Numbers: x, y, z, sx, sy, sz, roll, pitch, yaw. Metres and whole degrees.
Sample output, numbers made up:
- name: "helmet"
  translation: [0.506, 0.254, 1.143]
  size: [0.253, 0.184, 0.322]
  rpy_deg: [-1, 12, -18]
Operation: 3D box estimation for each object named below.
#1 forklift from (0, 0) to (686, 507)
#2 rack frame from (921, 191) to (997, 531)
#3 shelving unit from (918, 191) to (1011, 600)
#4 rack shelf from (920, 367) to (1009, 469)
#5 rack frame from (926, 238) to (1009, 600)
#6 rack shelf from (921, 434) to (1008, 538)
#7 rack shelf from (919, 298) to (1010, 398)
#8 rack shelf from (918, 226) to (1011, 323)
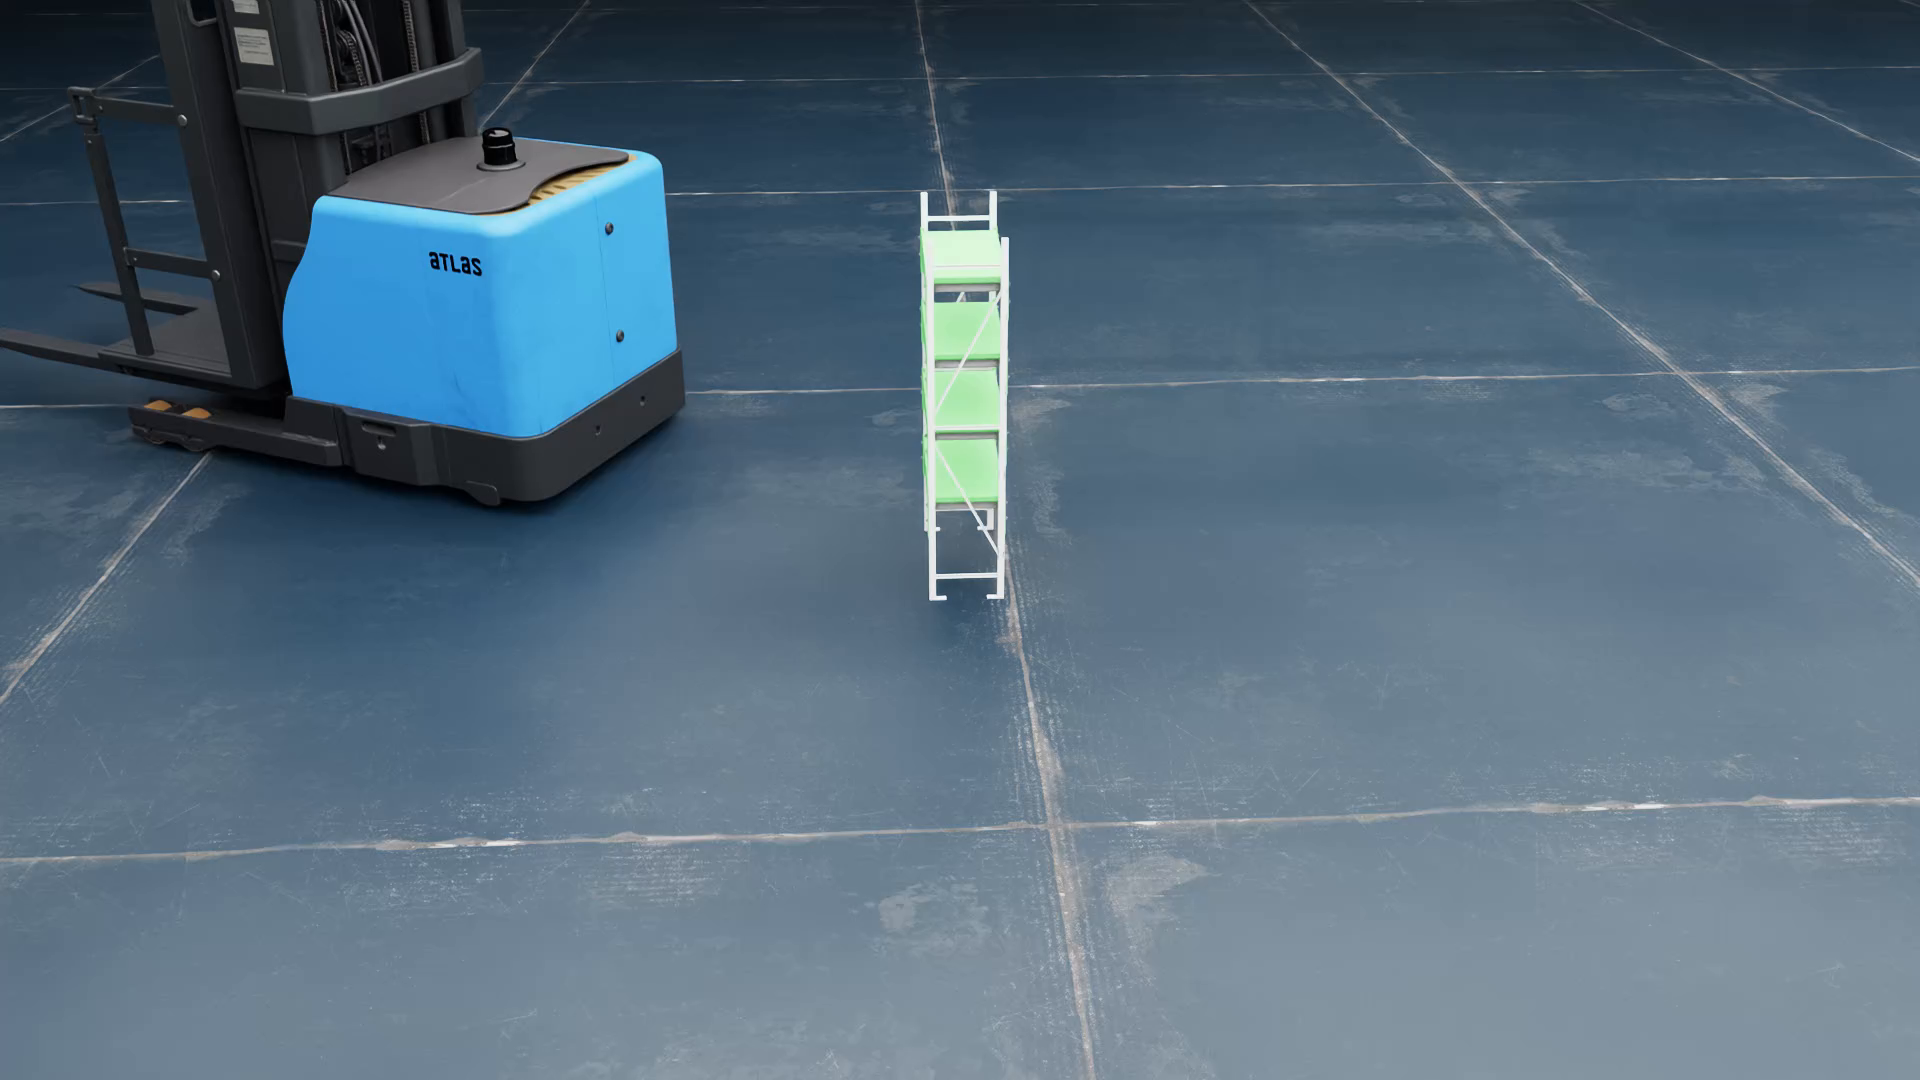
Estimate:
- name: "forklift"
  translation: [-2.661, -1.849, 6.125]
  size: [3.031, 2.935, 1.130]
  rpy_deg: [11, 29, 20]
- name: "rack frame"
  translation: [-0.004, -0.568, 5.542]
  size: [0.240, 1.200, 0.015]
  rpy_deg: [-1, 28, -3]
- name: "shelving unit"
  translation: [0.009, -0.456, 5.326]
  size: [0.258, 1.200, 0.503]
  rpy_deg: [-1, 28, -3]
- name: "rack shelf"
  translation: [0.009, -0.399, 5.356]
  size: [0.258, 0.148, 0.480]
  rpy_deg: [-1, 28, -3]
- name: "rack frame"
  translation: [0.021, -0.343, 5.110]
  size: [0.240, 1.200, 0.015]
  rpy_deg: [-1, 28, -3]
- name: "rack shelf"
  translation: [0.009, -0.186, 5.467]
  size: [0.258, 0.148, 0.480]
  rpy_deg: [-1, 28, -3]
- name: "rack shelf"
  translation: [0.009, -0.612, 5.245]
  size: [0.258, 0.148, 0.480]
  rpy_deg: [-1, 28, -3]
- name: "rack shelf"
  translation: [0.009, -0.824, 5.134]
  size: [0.258, 0.148, 0.480]
  rpy_deg: [-1, 28, -3]
